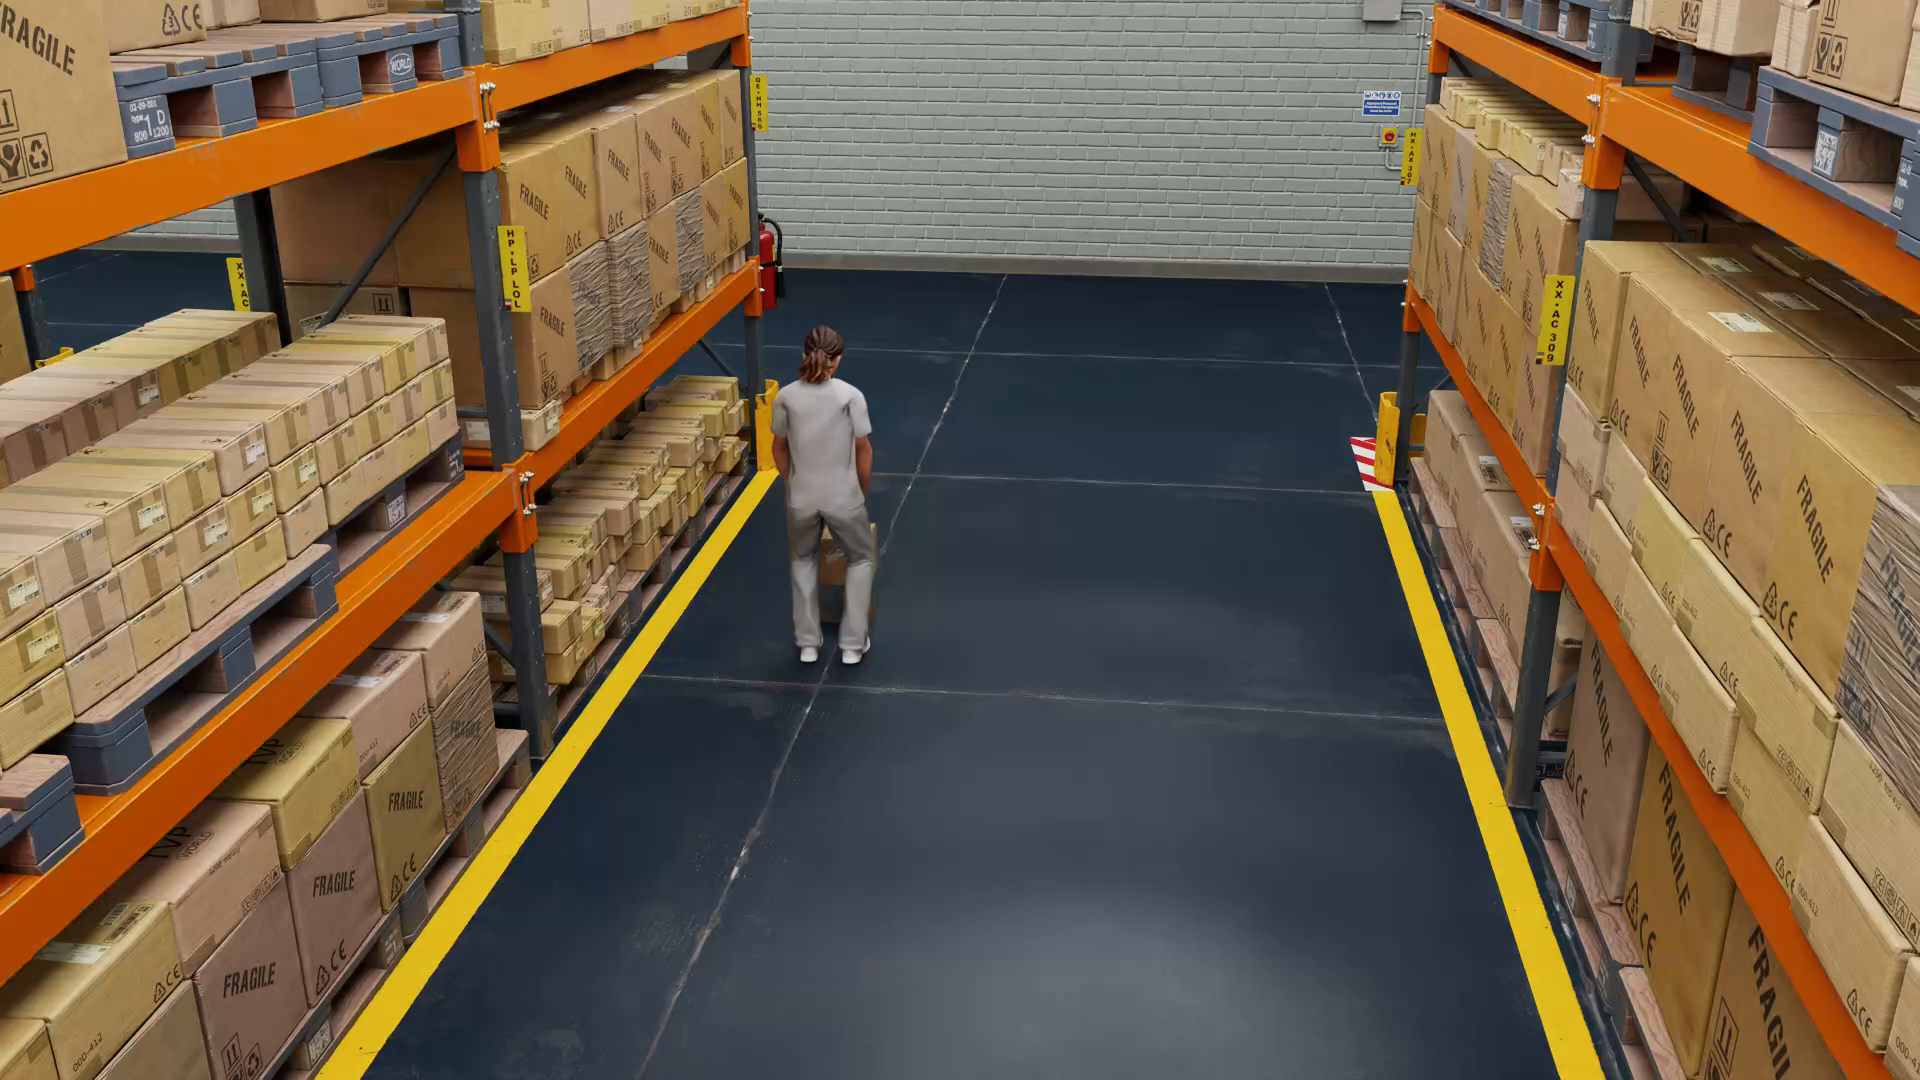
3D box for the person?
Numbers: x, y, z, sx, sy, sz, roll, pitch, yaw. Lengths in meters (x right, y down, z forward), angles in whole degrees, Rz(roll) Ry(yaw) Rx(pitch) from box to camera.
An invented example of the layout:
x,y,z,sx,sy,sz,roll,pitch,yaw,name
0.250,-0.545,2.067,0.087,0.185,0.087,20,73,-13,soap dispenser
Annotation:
x,y,z,sx,sy,sz,roll,pitch,yaw,name
-0.640,-0.197,7.745,0.475,1.573,0.467,3,21,8,person
